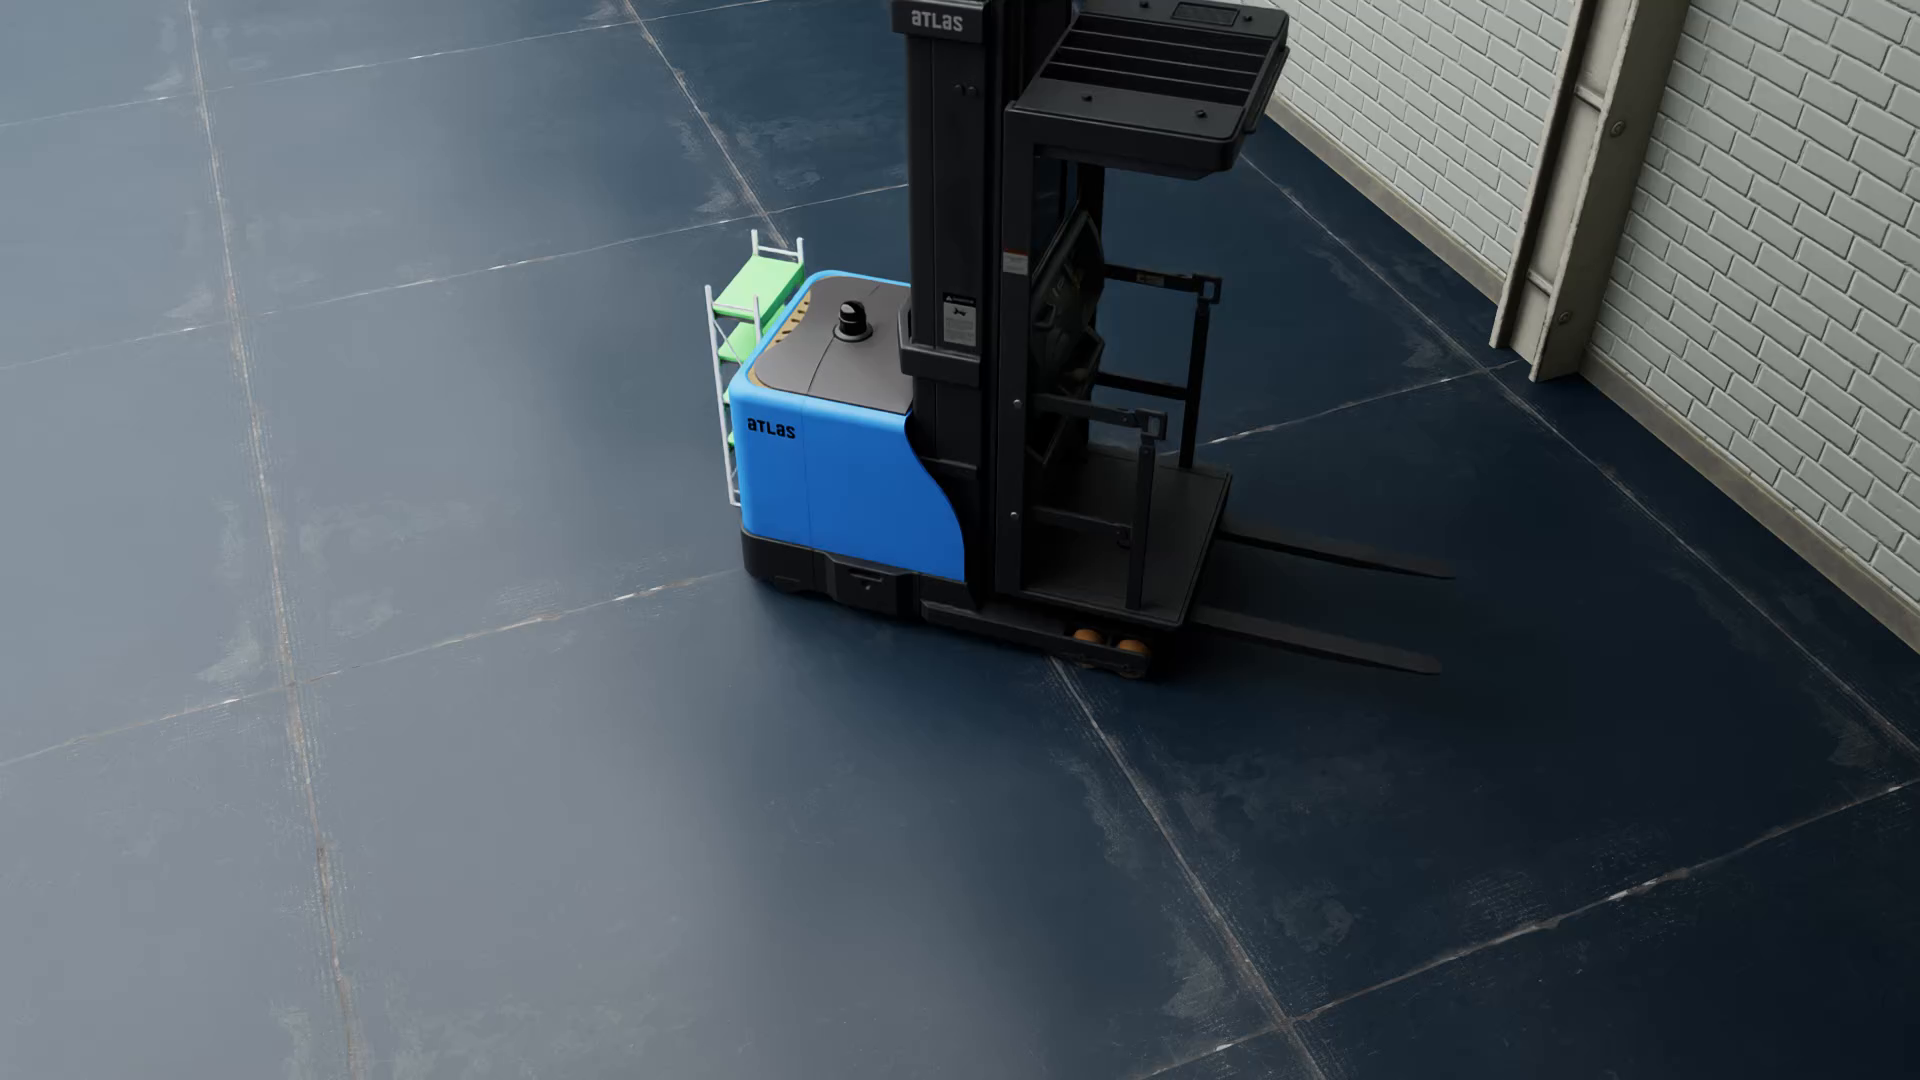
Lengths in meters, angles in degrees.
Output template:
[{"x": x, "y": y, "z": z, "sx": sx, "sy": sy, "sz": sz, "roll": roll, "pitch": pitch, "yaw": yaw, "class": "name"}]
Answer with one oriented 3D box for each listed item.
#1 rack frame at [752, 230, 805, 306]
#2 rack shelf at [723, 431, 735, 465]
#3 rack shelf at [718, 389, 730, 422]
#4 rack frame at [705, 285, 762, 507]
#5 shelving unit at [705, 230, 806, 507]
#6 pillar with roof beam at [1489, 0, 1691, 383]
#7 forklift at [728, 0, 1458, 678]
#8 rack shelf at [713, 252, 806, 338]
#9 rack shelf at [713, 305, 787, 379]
[{"x": -0.815, "y": -0.905, "z": 7.801, "sx": 0.240, "sy": 1.200, "sz": 0.015, "roll": 12, "pitch": 42, "yaw": 14, "class": "rack frame"}, {"x": -0.892, "y": -0.524, "z": 7.824, "sx": 0.258, "sy": 0.148, "sz": 0.480, "roll": 12, "pitch": 42, "yaw": 14, "class": "rack shelf"}, {"x": -0.892, "y": -0.706, "z": 7.667, "sx": 0.258, "sy": 0.148, "sz": 0.480, "roll": 12, "pitch": 42, "yaw": 14, "class": "rack shelf"}, {"x": -0.970, "y": -0.603, "z": 7.450, "sx": 0.240, "sy": 1.200, "sz": 0.015, "roll": 12, "pitch": 42, "yaw": 14, "class": "rack frame"}, {"x": -0.893, "y": -0.754, "z": 7.626, "sx": 0.258, "sy": 1.200, "sz": 0.503, "roll": 12, "pitch": 42, "yaw": 14, "class": "shelving unit"}, {"x": -0.935, "y": -3.309, "z": 4.615, "sx": 9.100, "sy": 9.000, "sz": 0.400, "roll": -15, "pitch": 43, "yaw": -17, "class": "pillar with roof beam"}, {"x": 0.610, "y": -0.922, "z": 6.493, "sx": 3.031, "sy": 2.935, "sz": 1.130, "roll": 12, "pitch": 42, "yaw": 14, "class": "forklift"}, {"x": -0.893, "y": -1.070, "z": 7.354, "sx": 0.258, "sy": 0.148, "sz": 0.480, "roll": 12, "pitch": 42, "yaw": 14, "class": "rack shelf"}, {"x": -0.893, "y": -0.888, "z": 7.511, "sx": 0.258, "sy": 0.148, "sz": 0.480, "roll": 12, "pitch": 42, "yaw": 14, "class": "rack shelf"}]
